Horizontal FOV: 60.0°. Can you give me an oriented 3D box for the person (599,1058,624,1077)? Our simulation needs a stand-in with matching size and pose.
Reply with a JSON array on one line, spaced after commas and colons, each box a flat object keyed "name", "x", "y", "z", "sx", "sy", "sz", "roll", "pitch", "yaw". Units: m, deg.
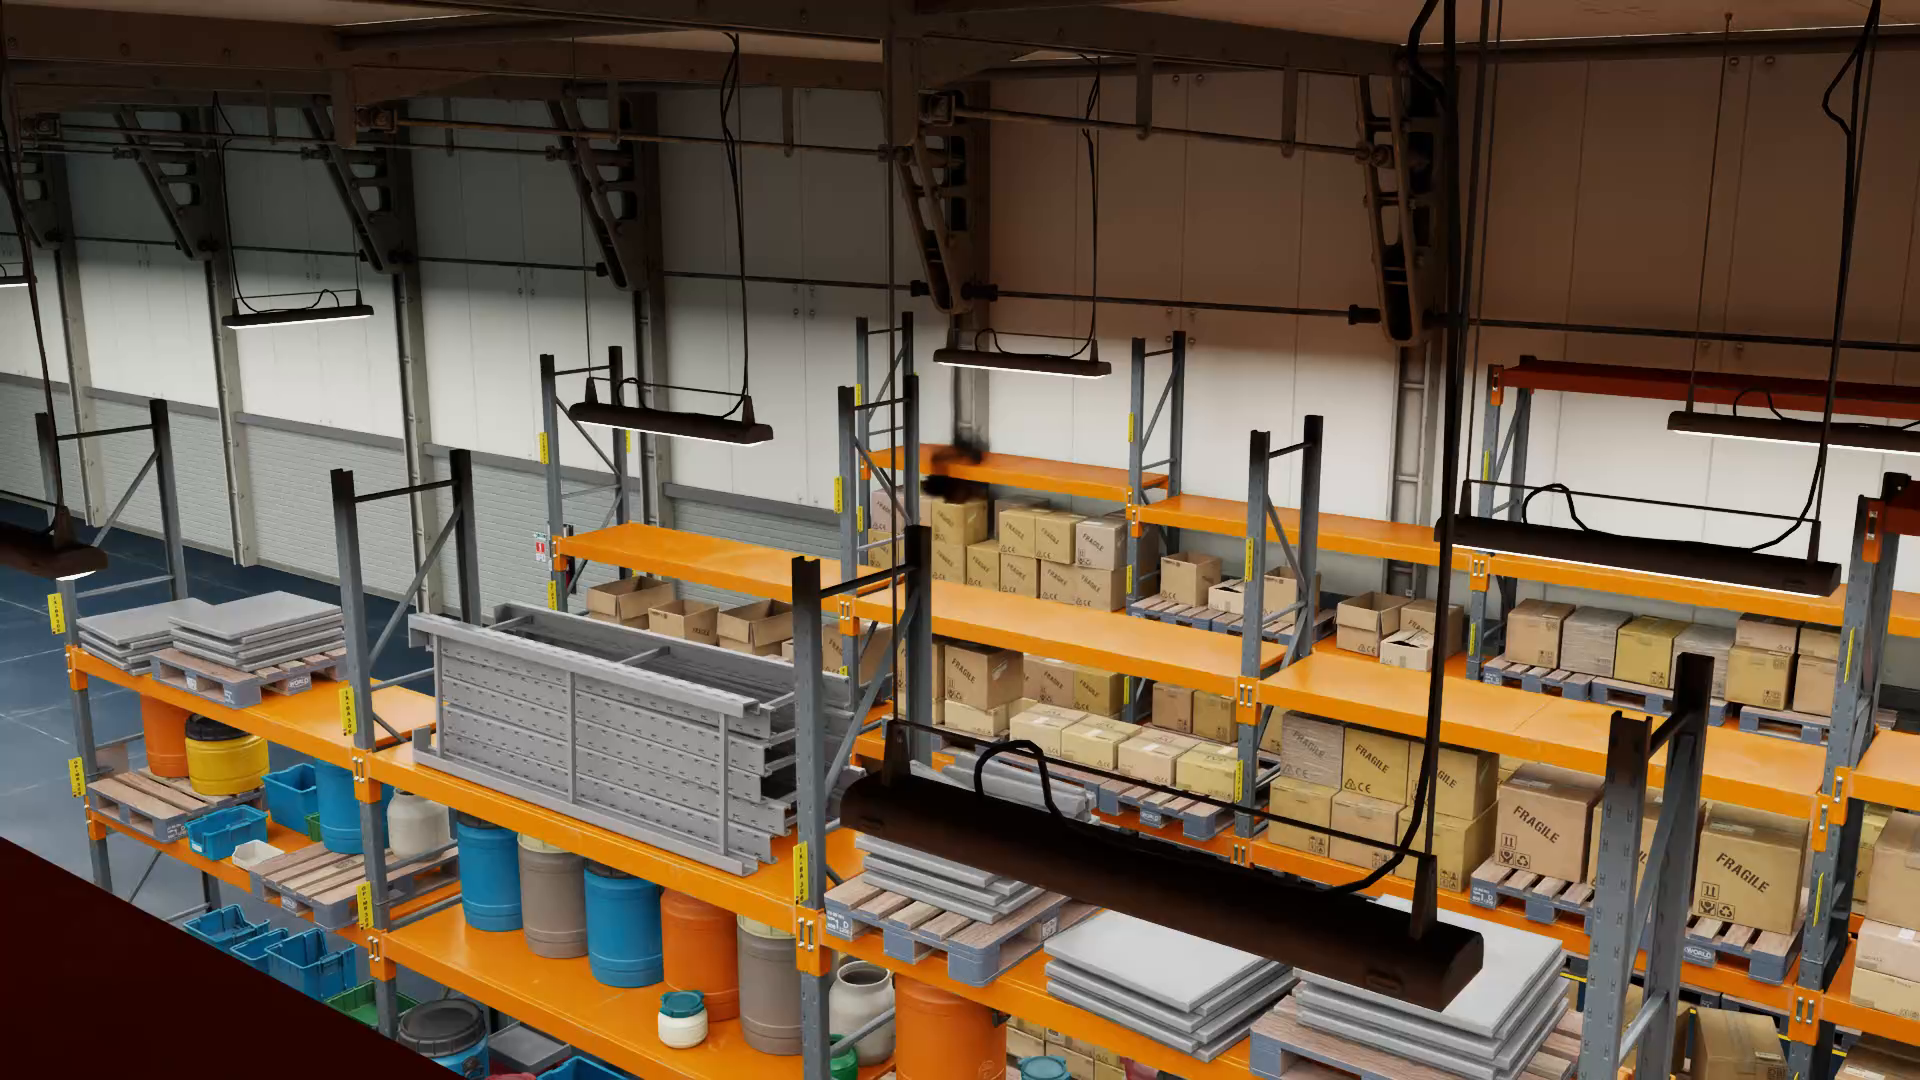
[{"name": "person", "x": -2.786, "y": 4.149, "z": 14.018, "sx": 0.576, "sy": 1.551, "sz": 0.536, "roll": 5, "pitch": 14, "yaw": 19}]
